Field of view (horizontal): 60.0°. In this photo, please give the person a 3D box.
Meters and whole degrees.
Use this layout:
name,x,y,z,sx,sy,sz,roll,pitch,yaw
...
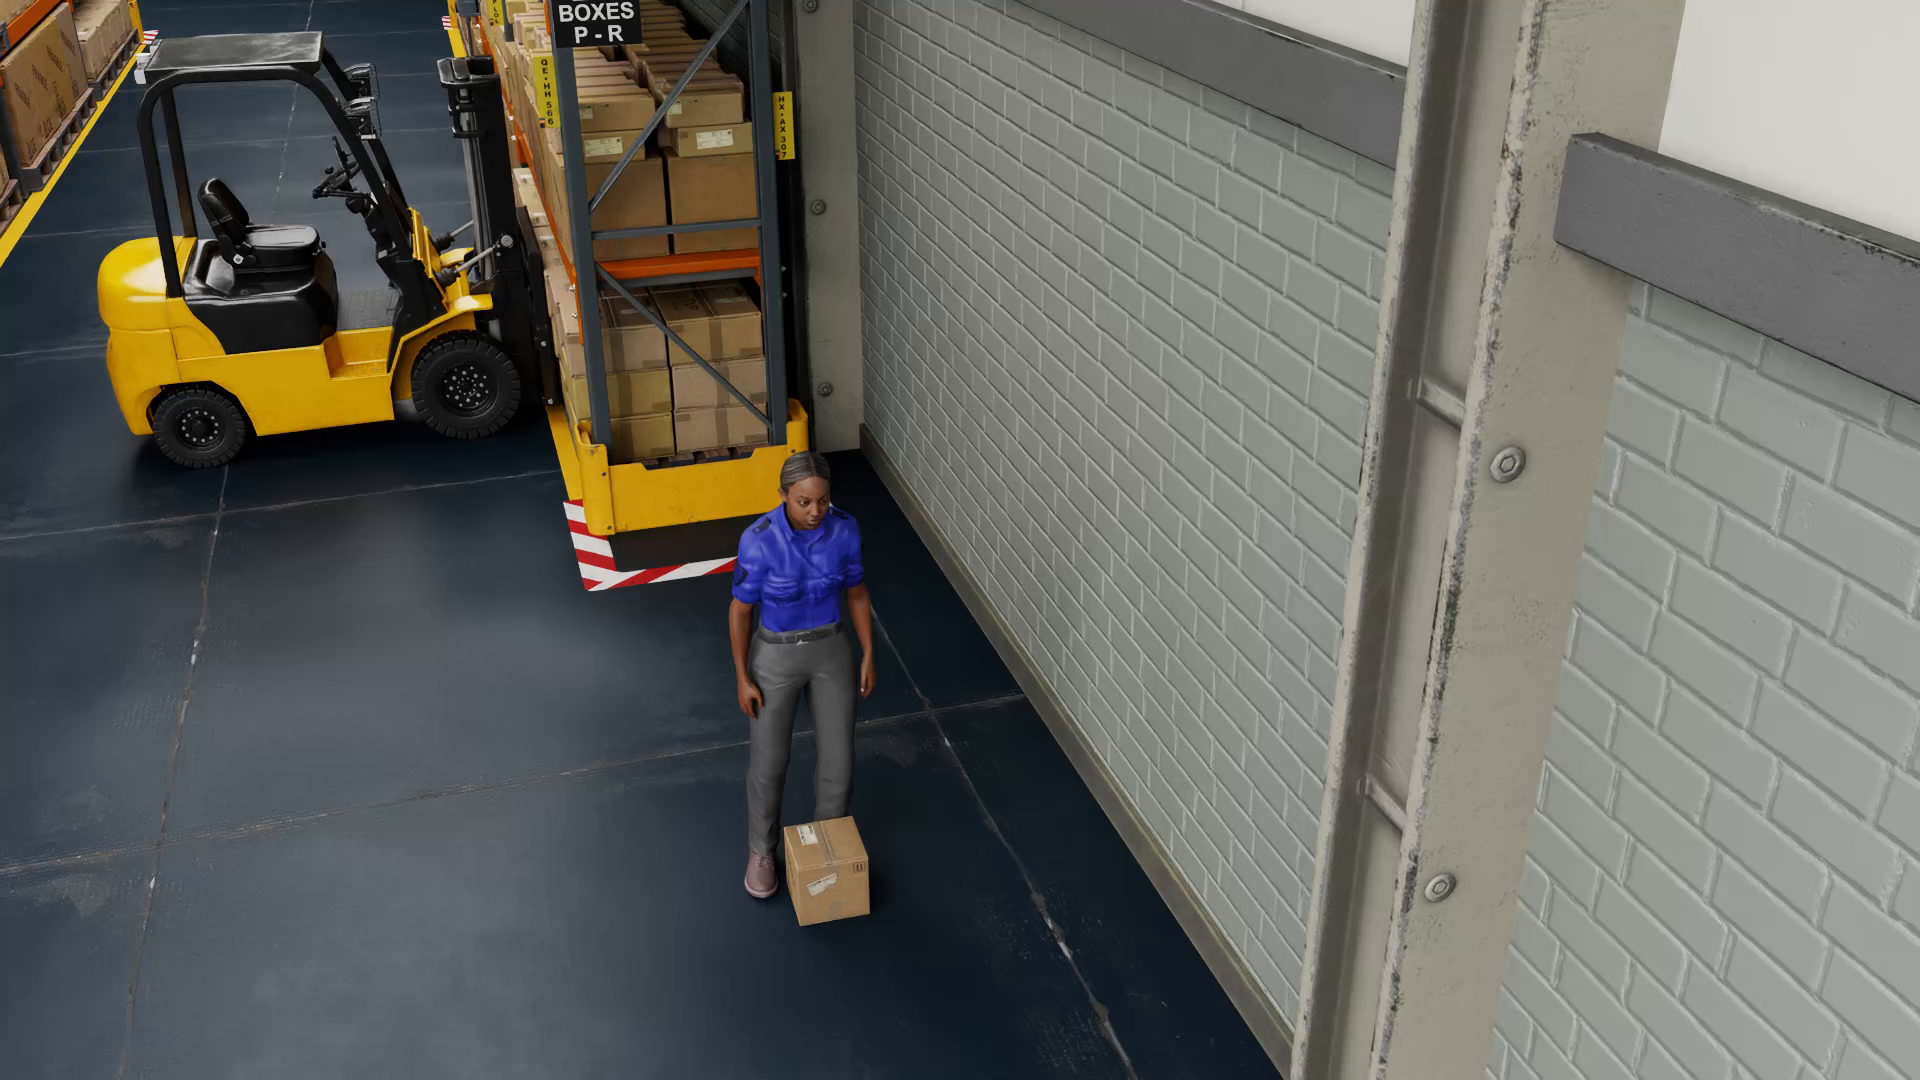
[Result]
name,x,y,z,sx,sy,sz,roll,pitch,yaw
person,-0.539,0.449,5.718,0.530,1.656,0.395,-10,28,-18
